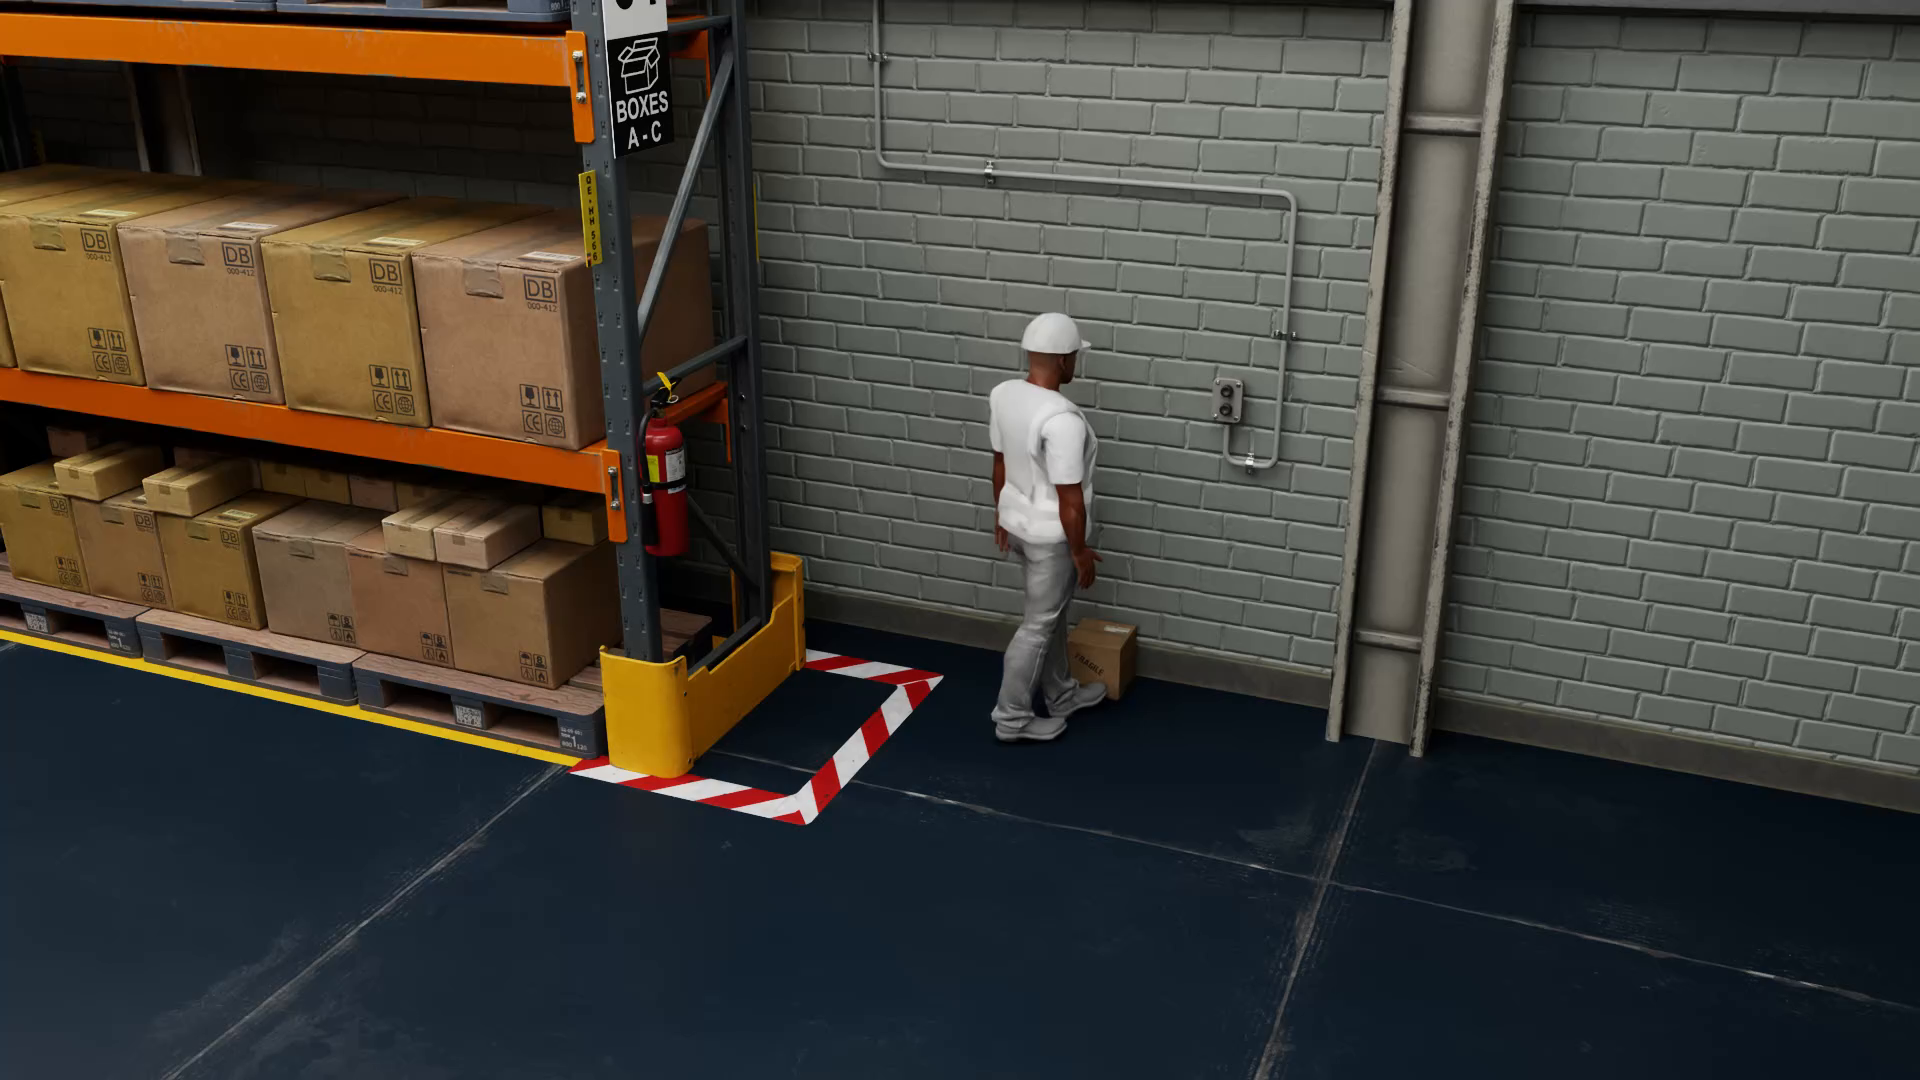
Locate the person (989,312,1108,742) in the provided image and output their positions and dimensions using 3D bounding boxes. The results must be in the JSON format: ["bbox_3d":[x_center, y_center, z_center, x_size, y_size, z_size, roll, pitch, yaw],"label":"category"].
[{"bbox_3d":[0.387,-0.054,6.675,0.626,1.771,0.585,-11,25,-25],"label":"person"}]
